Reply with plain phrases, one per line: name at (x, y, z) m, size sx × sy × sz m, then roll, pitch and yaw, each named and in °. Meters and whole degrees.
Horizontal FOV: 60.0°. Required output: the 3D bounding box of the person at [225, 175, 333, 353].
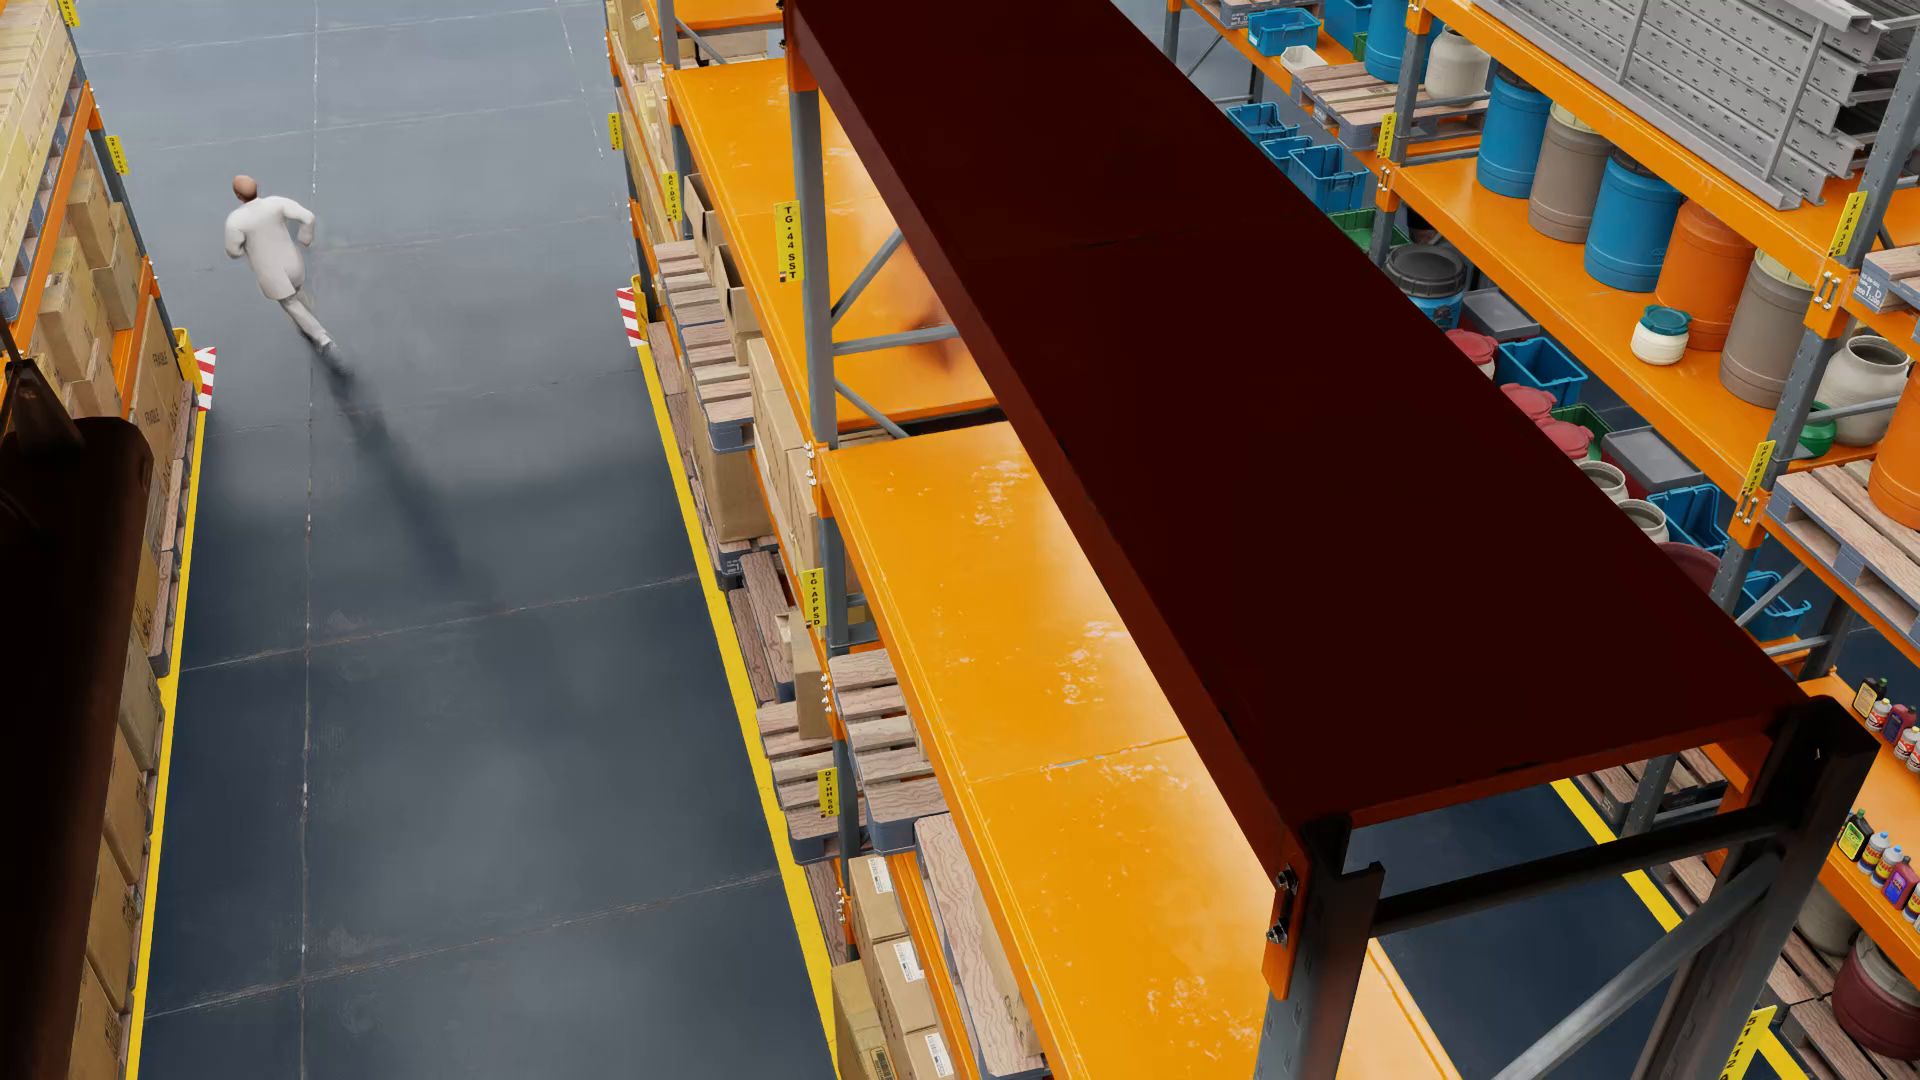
person at (-5.908, -2.341, 14.404) m, size 0.750 × 1.782 × 0.959 m, roll -32°, pitch 48°, yaw -33°

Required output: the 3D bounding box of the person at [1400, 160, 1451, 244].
person at (4.209, -2.798, 15.002) m, size 0.574 × 1.760 × 0.847 m, roll -18°, pitch 42°, yaw -21°
